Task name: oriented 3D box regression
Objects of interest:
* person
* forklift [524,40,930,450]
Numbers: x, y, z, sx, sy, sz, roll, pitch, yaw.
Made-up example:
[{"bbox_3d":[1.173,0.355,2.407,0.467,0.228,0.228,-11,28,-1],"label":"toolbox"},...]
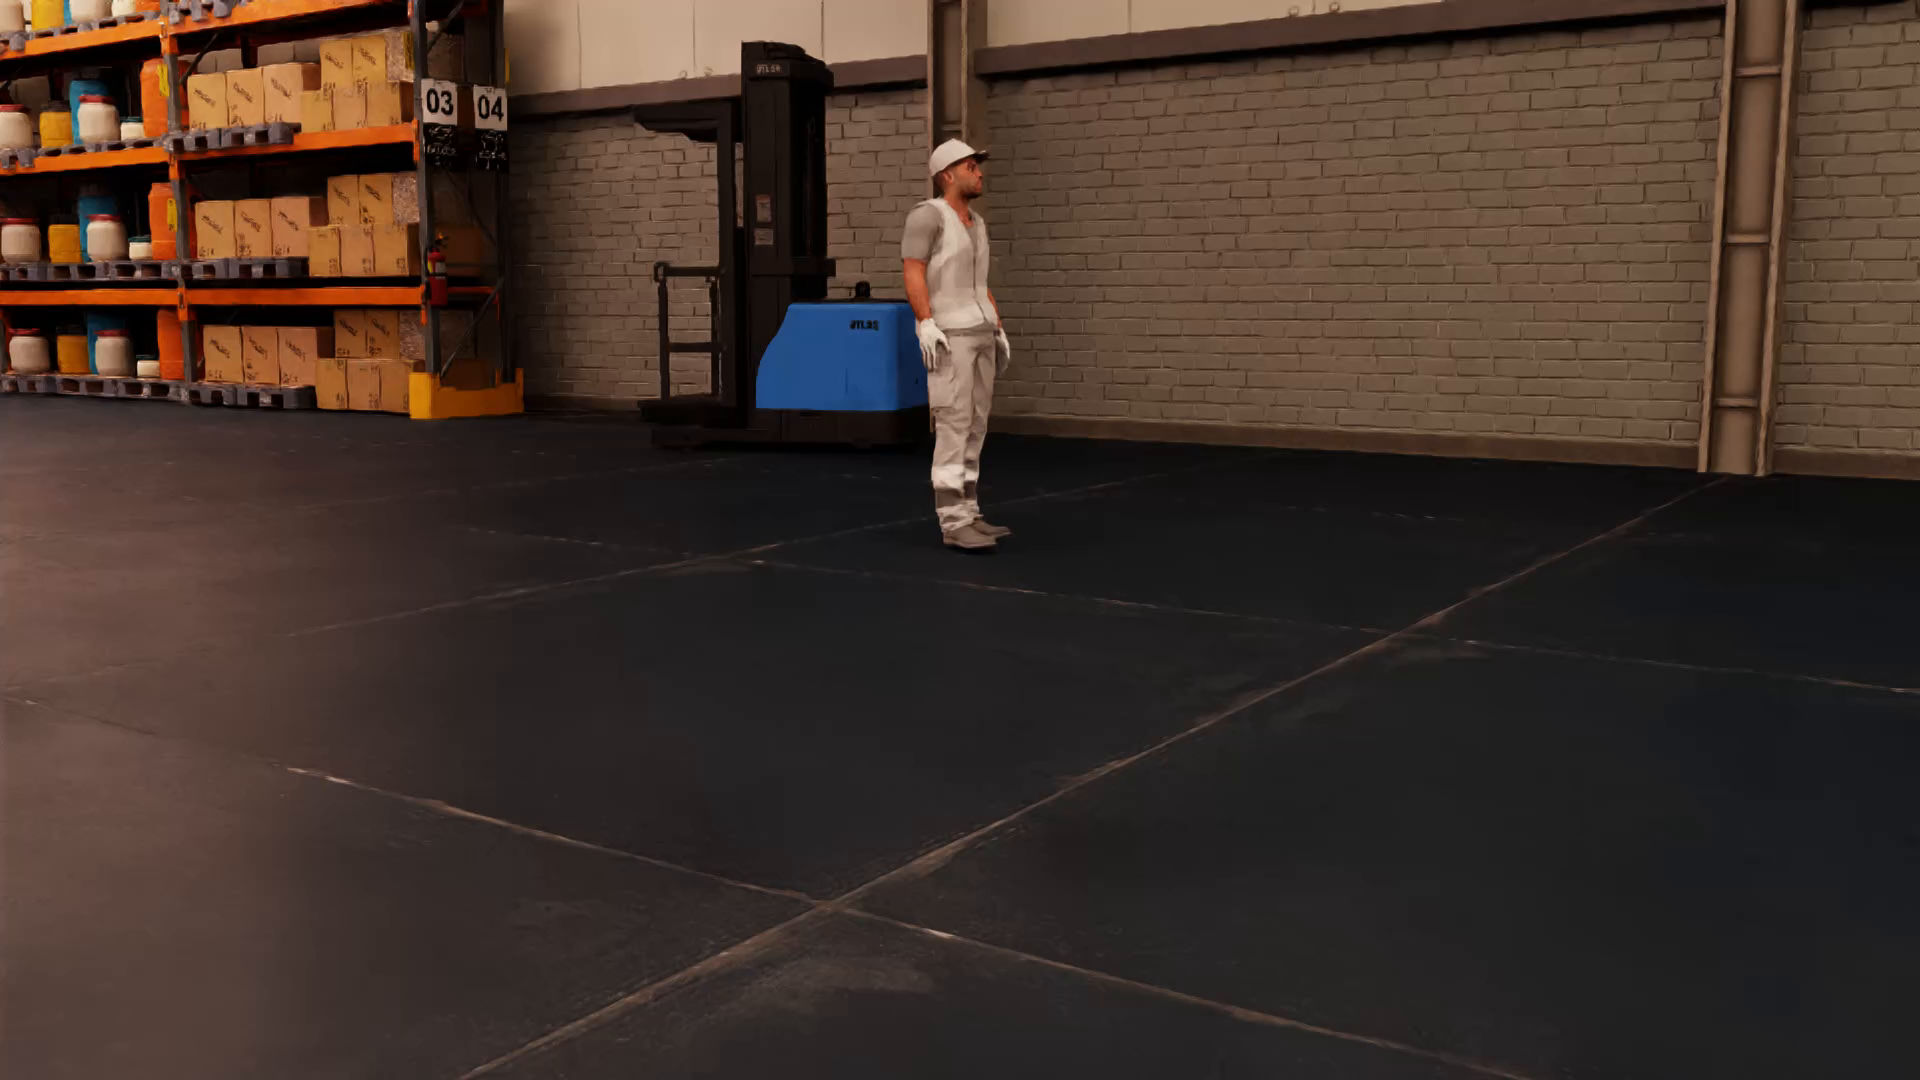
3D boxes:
[{"bbox_3d":[0.060,-0.885,7.423,0.563,1.787,0.637,5,10,34],"label":"person"},{"bbox_3d":[-1.803,-2.186,12.565,3.031,2.935,1.130,2,8,14],"label":"forklift"}]
